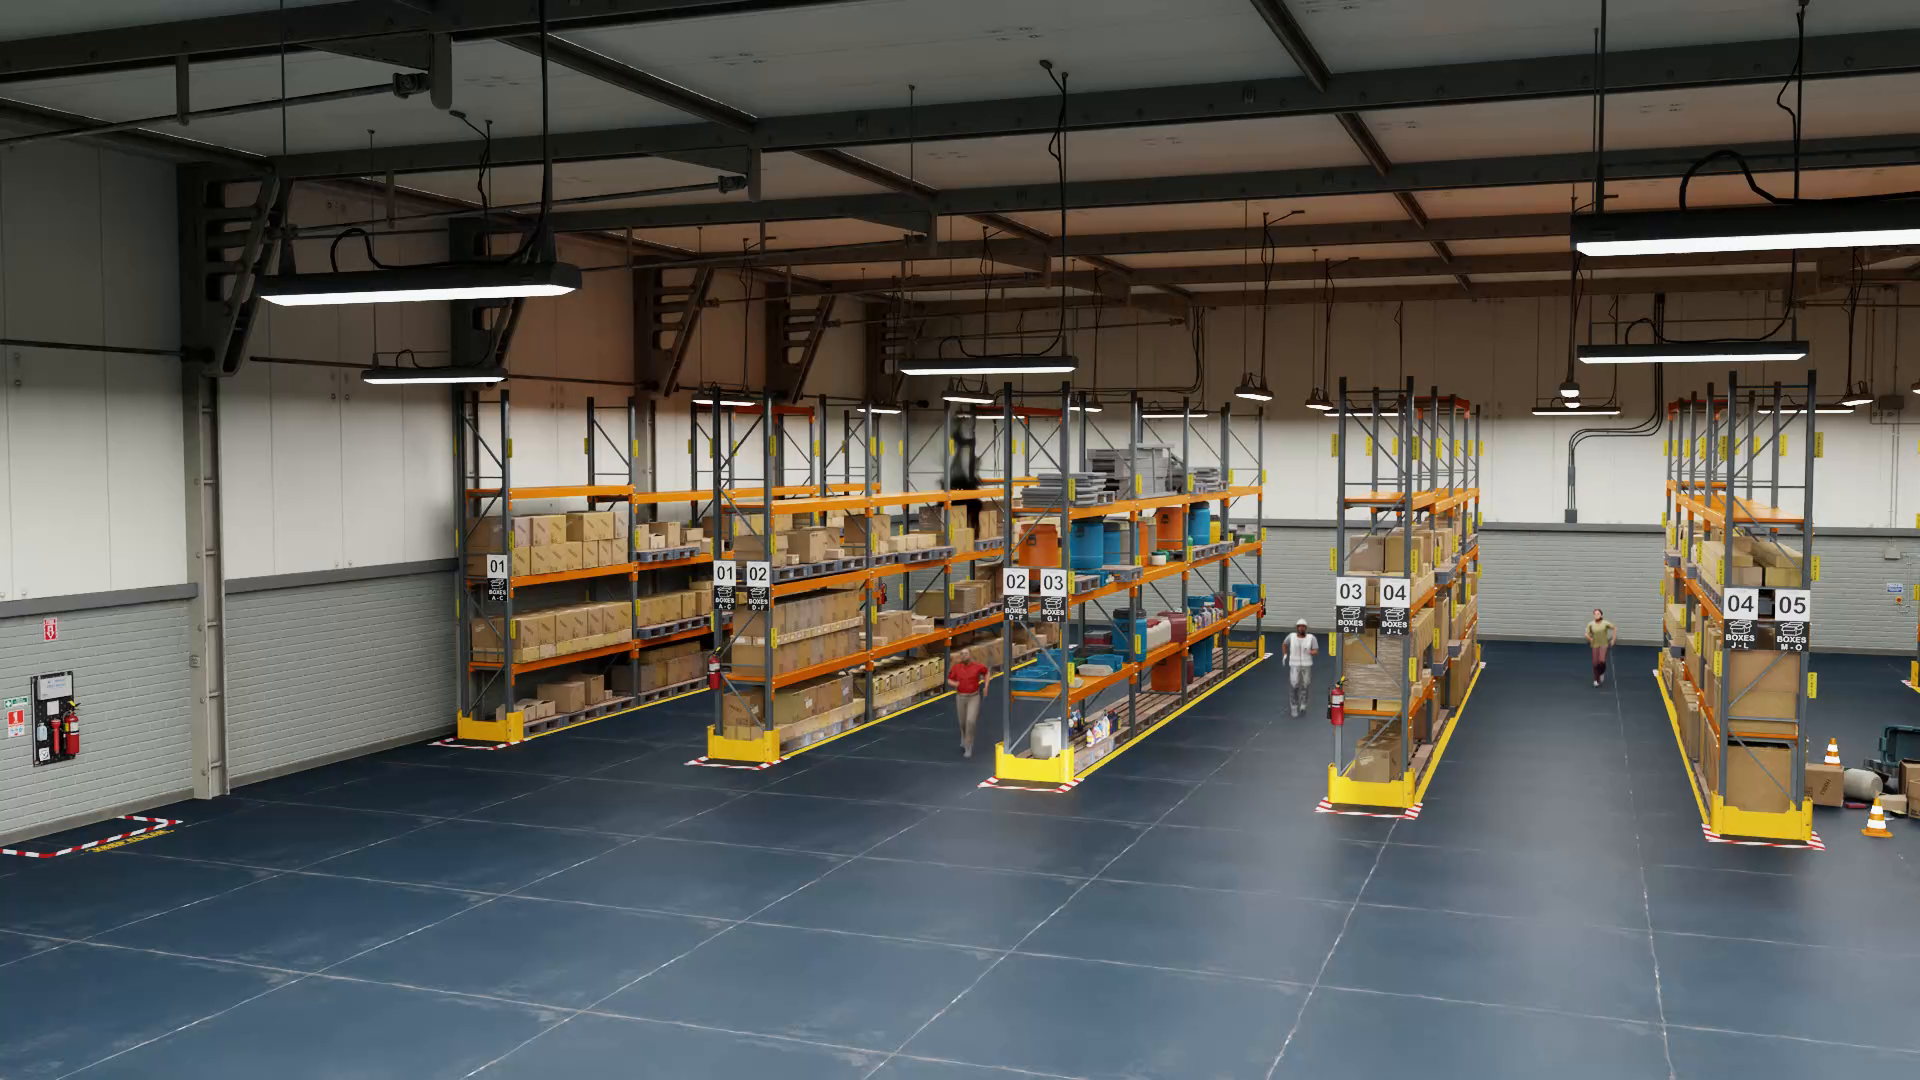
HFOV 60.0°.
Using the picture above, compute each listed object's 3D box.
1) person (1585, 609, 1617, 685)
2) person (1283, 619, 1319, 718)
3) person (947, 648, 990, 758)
[{"bbox_3d":[13.437,2.258,34.929,0.598,1.623,0.719,2,4,31],"label":"person"},{"bbox_3d":[6.376,2.397,31.137,0.657,1.843,0.768,0,3,9],"label":"person"},{"bbox_3d":[0.144,2.641,27.312,0.671,1.769,0.964,1,3,14],"label":"person"}]
